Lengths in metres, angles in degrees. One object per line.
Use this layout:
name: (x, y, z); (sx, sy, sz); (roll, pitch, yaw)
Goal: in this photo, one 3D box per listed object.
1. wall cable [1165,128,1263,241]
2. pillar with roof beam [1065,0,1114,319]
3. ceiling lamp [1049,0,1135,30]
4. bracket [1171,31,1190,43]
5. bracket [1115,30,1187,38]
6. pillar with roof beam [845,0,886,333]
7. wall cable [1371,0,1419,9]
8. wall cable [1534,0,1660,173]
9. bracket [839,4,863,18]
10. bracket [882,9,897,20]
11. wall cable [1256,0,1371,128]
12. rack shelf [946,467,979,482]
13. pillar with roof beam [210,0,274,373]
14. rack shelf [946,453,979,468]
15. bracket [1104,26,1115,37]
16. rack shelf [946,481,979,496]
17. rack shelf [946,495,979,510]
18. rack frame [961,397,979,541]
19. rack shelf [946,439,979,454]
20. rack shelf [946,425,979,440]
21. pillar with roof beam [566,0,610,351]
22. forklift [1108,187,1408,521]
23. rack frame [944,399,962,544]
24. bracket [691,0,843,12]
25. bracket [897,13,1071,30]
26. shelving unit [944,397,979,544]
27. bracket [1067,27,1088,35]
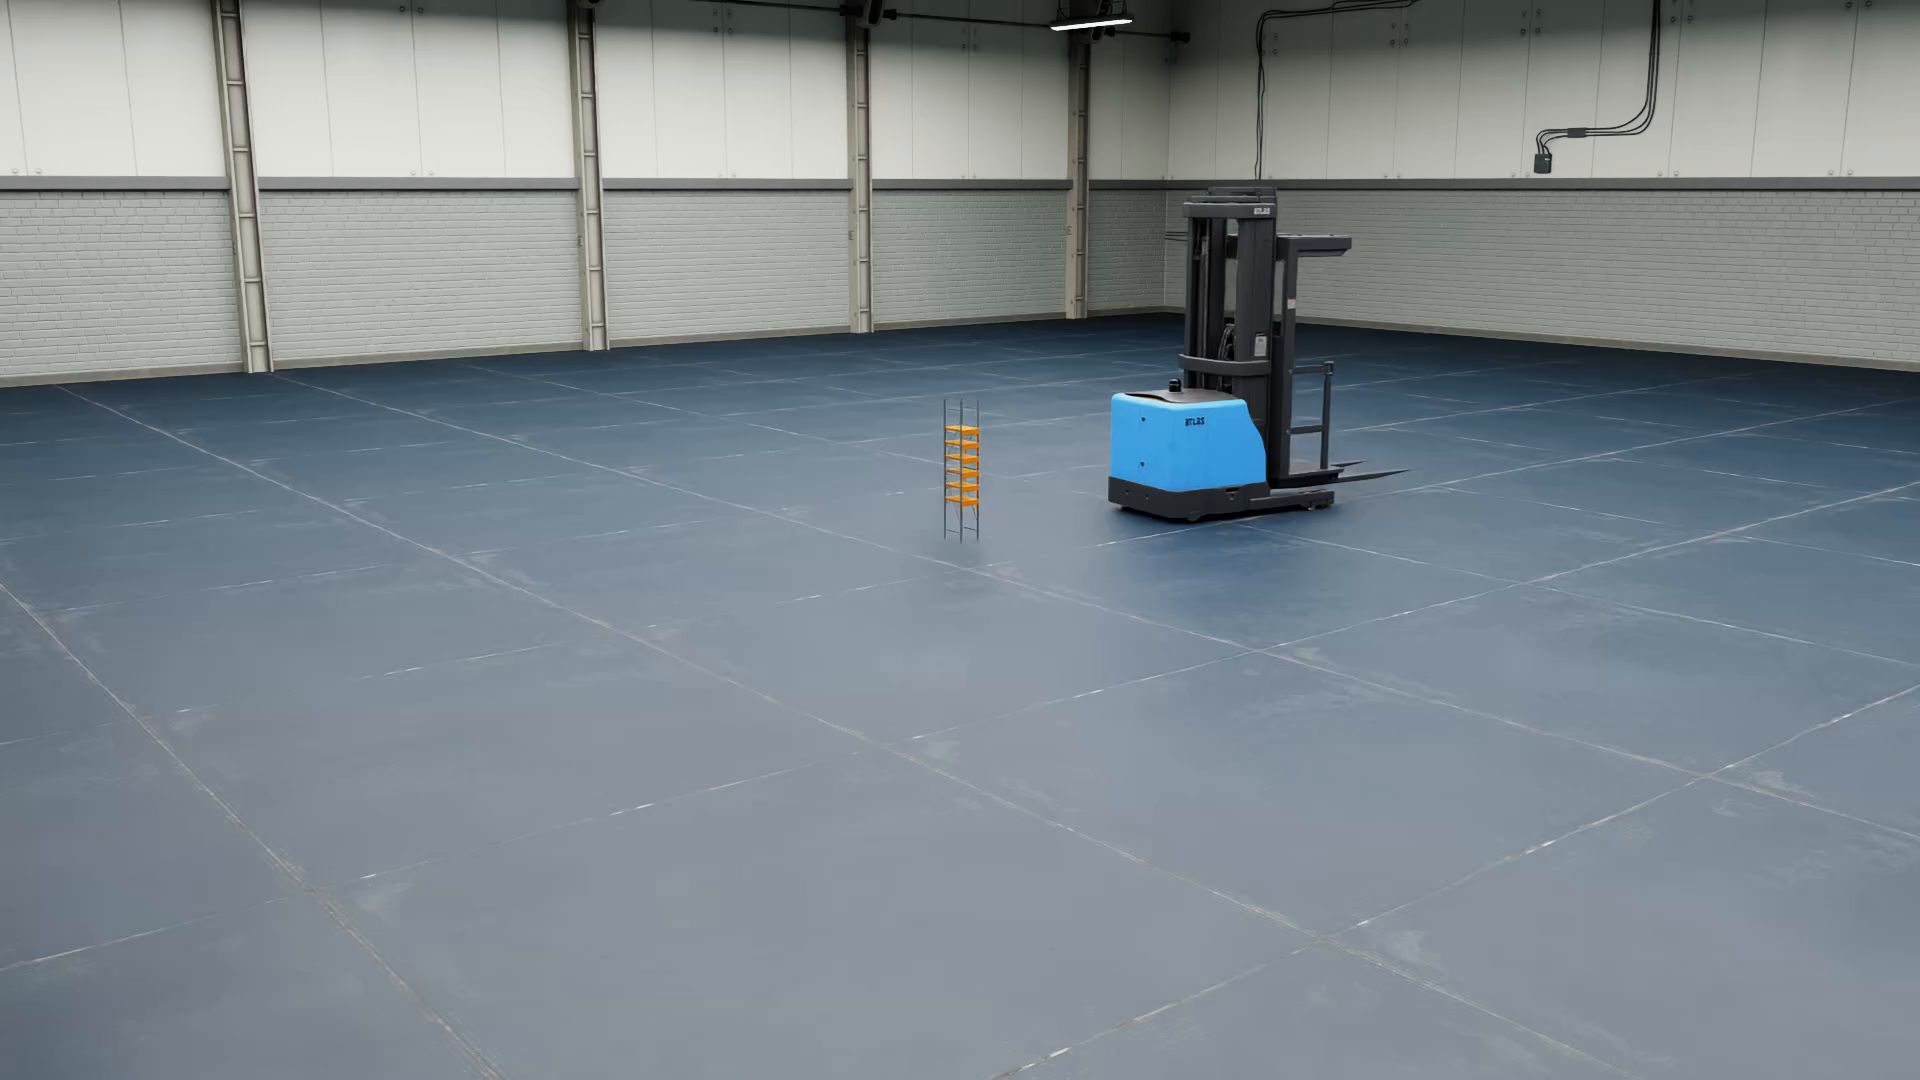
wall cable: (5.782, -8.126, 38.208); (0.112, 2.526, 3.097); (-9, 15, -38)
pillar with roof beam: (5.345, -8.779, 33.807); (0.548, 9.000, 9.100); (-9, 15, -38)
ceiling lamp: (2.605, -11.061, 30.500); (0.800, 3.185, 2.000); (-9, 15, -38)
bracket: (5.052, -11.542, 38.153); (0.430, 0.232, 0.235); (-9, 15, -38)
bracket: (4.591, -11.465, 37.792); (3.189, 0.066, 0.076); (-9, 15, -38)
pillar with roof beam: (0.660, -8.000, 30.141); (0.548, 9.000, 9.100); (-9, 15, -38)
wall cable: (9.405, -11.881, 32.781); (0.112, 2.526, 3.097); (-9, 15, -38)
wall cable: (11.700, -9.767, 30.272); (0.169, 6.003, 2.305); (-9, 15, -38)
bracket: (-2.132, -10.348, 32.531); (0.430, 0.232, 0.235); (-9, 15, -38)
bracket: (-1.484, -10.456, 33.038); (0.430, 0.232, 0.235); (-9, 15, -38)
wall cable: (7.472, -10.158, 35.618); (0.112, 2.526, 3.097); (-9, 15, -38)
rack shelf: (0.011, -0.545, 14.022); (0.180, 0.103, 0.258); (-9, 15, -38)
pillar with roof beam: (-8.710, -6.443, 22.808); (0.400, 9.000, 9.100); (-9, 15, -38)
rack shelf: (0.011, -0.663, 13.997); (0.180, 0.103, 0.258); (-9, 15, -38)
bracket: (3.202, -11.234, 36.704); (0.430, 0.232, 0.235); (-9, 15, -38)
rack shelf: (0.011, -0.428, 14.047); (0.180, 0.103, 0.258); (-9, 15, -38)
rack shelf: (0.011, -0.311, 14.072); (0.180, 0.103, 0.258); (-9, 15, -38)
rack frame: (0.083, -0.601, 14.069); (0.006, 1.200, 0.240); (-9, 15, -38)
rack shelf: (0.011, -0.780, 13.972); (0.180, 0.103, 0.258); (-9, 15, -38)
rack shelf: (0.011, -0.897, 13.947); (0.180, 0.103, 0.258); (-9, 15, -38)
pillar with roof beam: (-4.025, -7.222, 26.474); (0.548, 9.000, 9.100); (-9, 15, -38)
forklift: (2.912, -1.800, 15.551); (3.031, 2.935, 1.130); (-7, 14, -30)
rack frame: (-0.060, -0.577, 13.957); (0.006, 1.200, 0.240); (-9, 15, -38)
bracket: (-4.144, -10.014, 30.956); (4.783, 0.066, 0.076); (-9, 15, -38)
bracket: (0.542, -10.792, 34.623); (4.783, 0.066, 0.076); (-9, 15, -38)
shelving unit: (0.011, -0.589, 14.013); (0.189, 1.200, 0.258); (-9, 15, -38)
bracket: (2.553, -11.127, 36.197); (0.430, 0.232, 0.235); (-9, 15, -38)
